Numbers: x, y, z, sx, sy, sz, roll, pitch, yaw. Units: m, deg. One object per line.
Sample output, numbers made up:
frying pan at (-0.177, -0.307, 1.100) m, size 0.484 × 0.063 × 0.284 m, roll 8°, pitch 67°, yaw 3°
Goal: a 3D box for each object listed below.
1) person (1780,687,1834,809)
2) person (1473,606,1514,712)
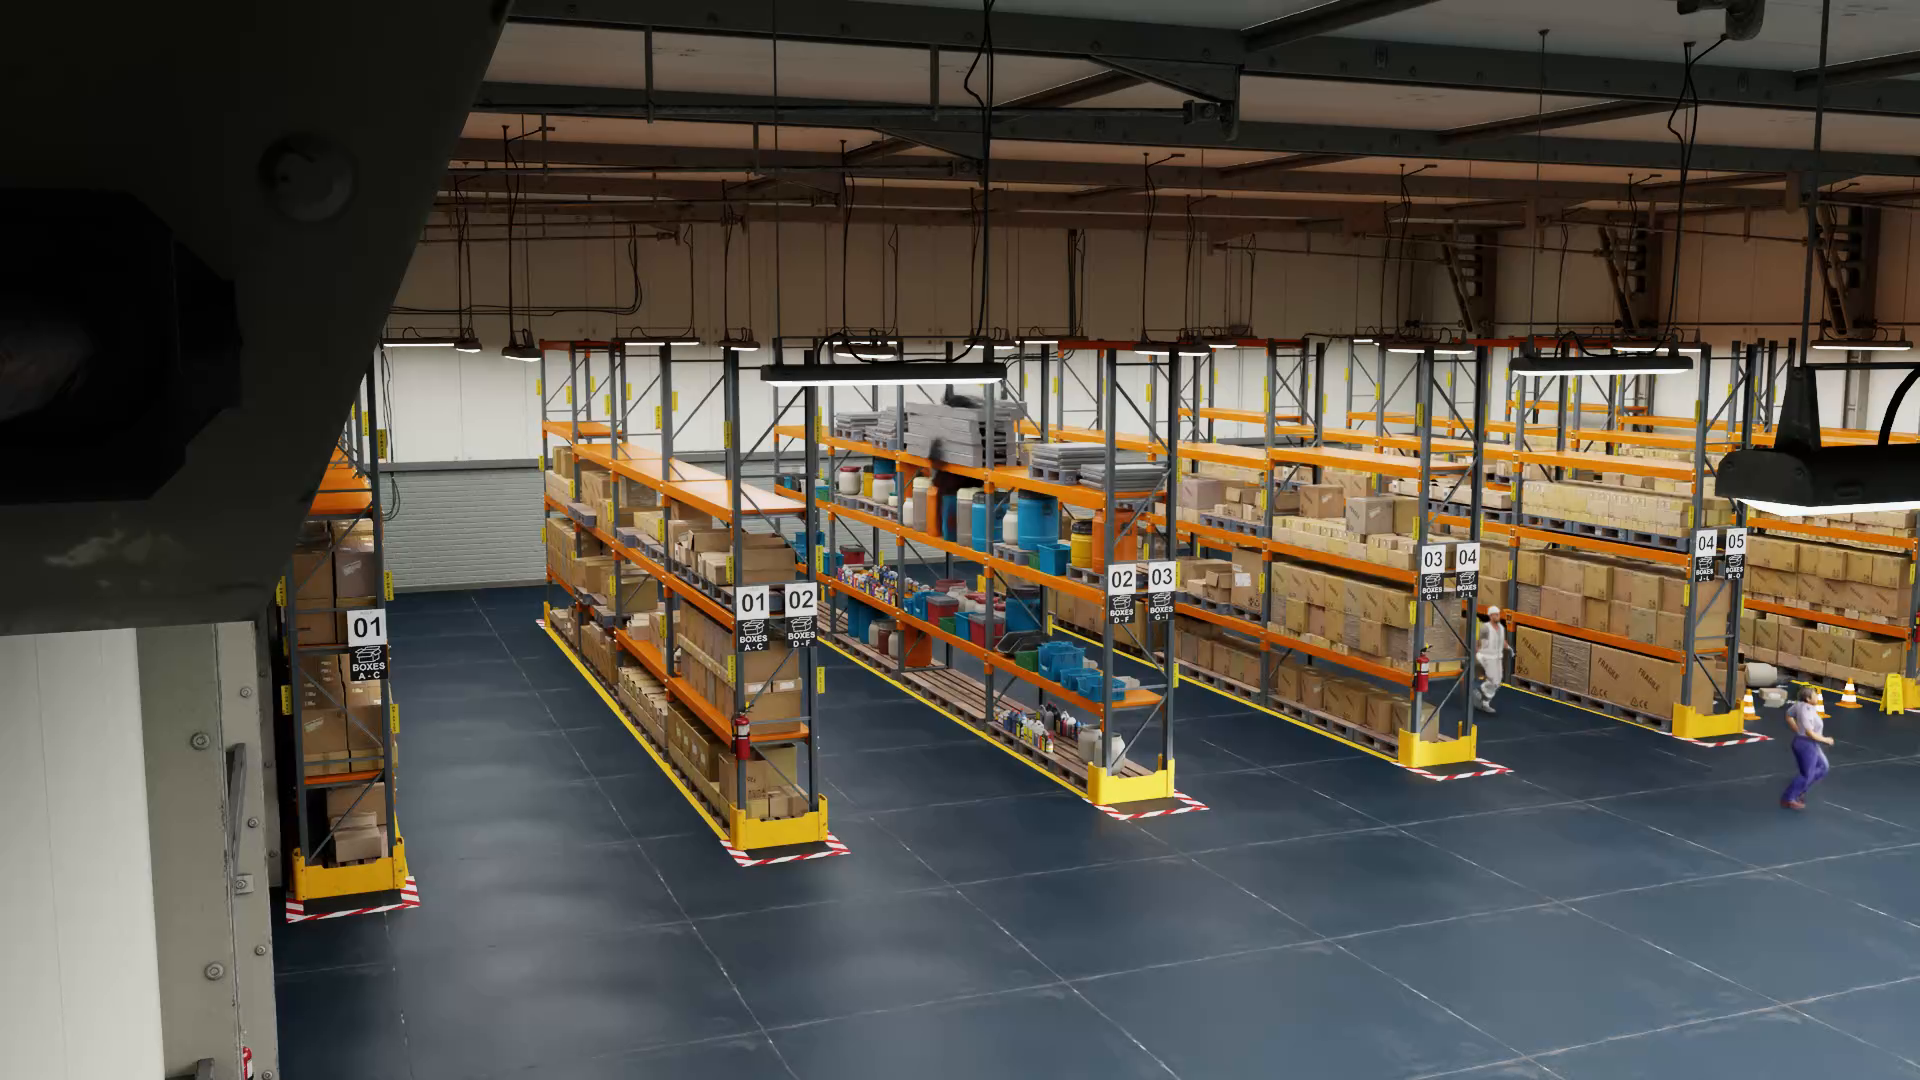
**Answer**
person at (11.098, 2.711, 21.774) m, size 0.588 × 1.605 × 0.618 m, roll 2°, pitch 8°, yaw 16°
person at (8.695, 1.943, 27.111) m, size 0.669 × 1.749 × 0.584 m, roll -5°, pitch 9°, yaw -33°
